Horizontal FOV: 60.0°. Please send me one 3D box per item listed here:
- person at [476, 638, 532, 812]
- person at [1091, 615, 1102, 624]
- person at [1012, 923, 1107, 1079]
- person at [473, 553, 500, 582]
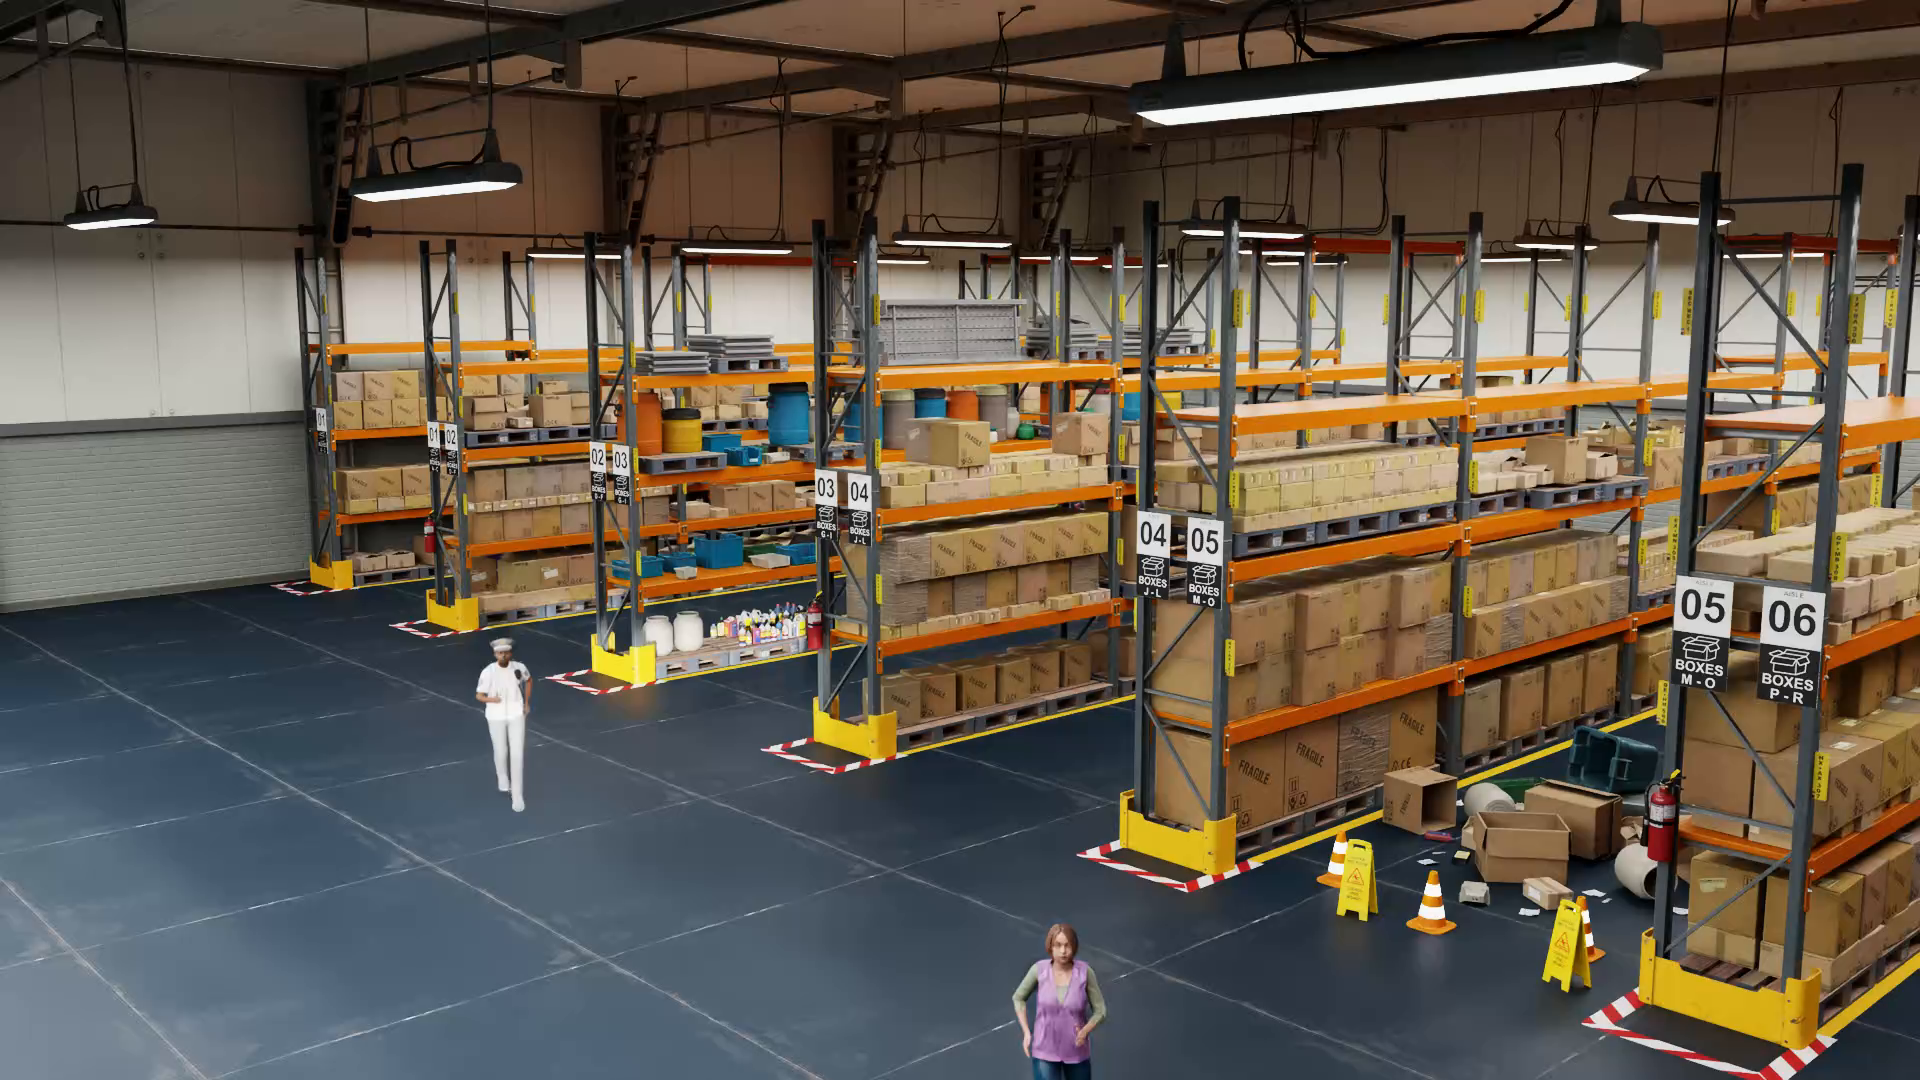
[{"bbox_3d":[-4.640,1.833,16.993,0.574,1.721,0.883,-3,9,-18],"label":"person"},{"bbox_3d":[2.148,0.405,24.913,0.651,1.666,0.622,-8,12,-44],"label":"person"},{"bbox_3d":[0.579,2.992,9.705,0.547,1.551,0.767,0,8,-1],"label":"person"},{"bbox_3d":[-7.969,0.250,28.059,0.579,1.711,0.748,7,11,38],"label":"person"}]
